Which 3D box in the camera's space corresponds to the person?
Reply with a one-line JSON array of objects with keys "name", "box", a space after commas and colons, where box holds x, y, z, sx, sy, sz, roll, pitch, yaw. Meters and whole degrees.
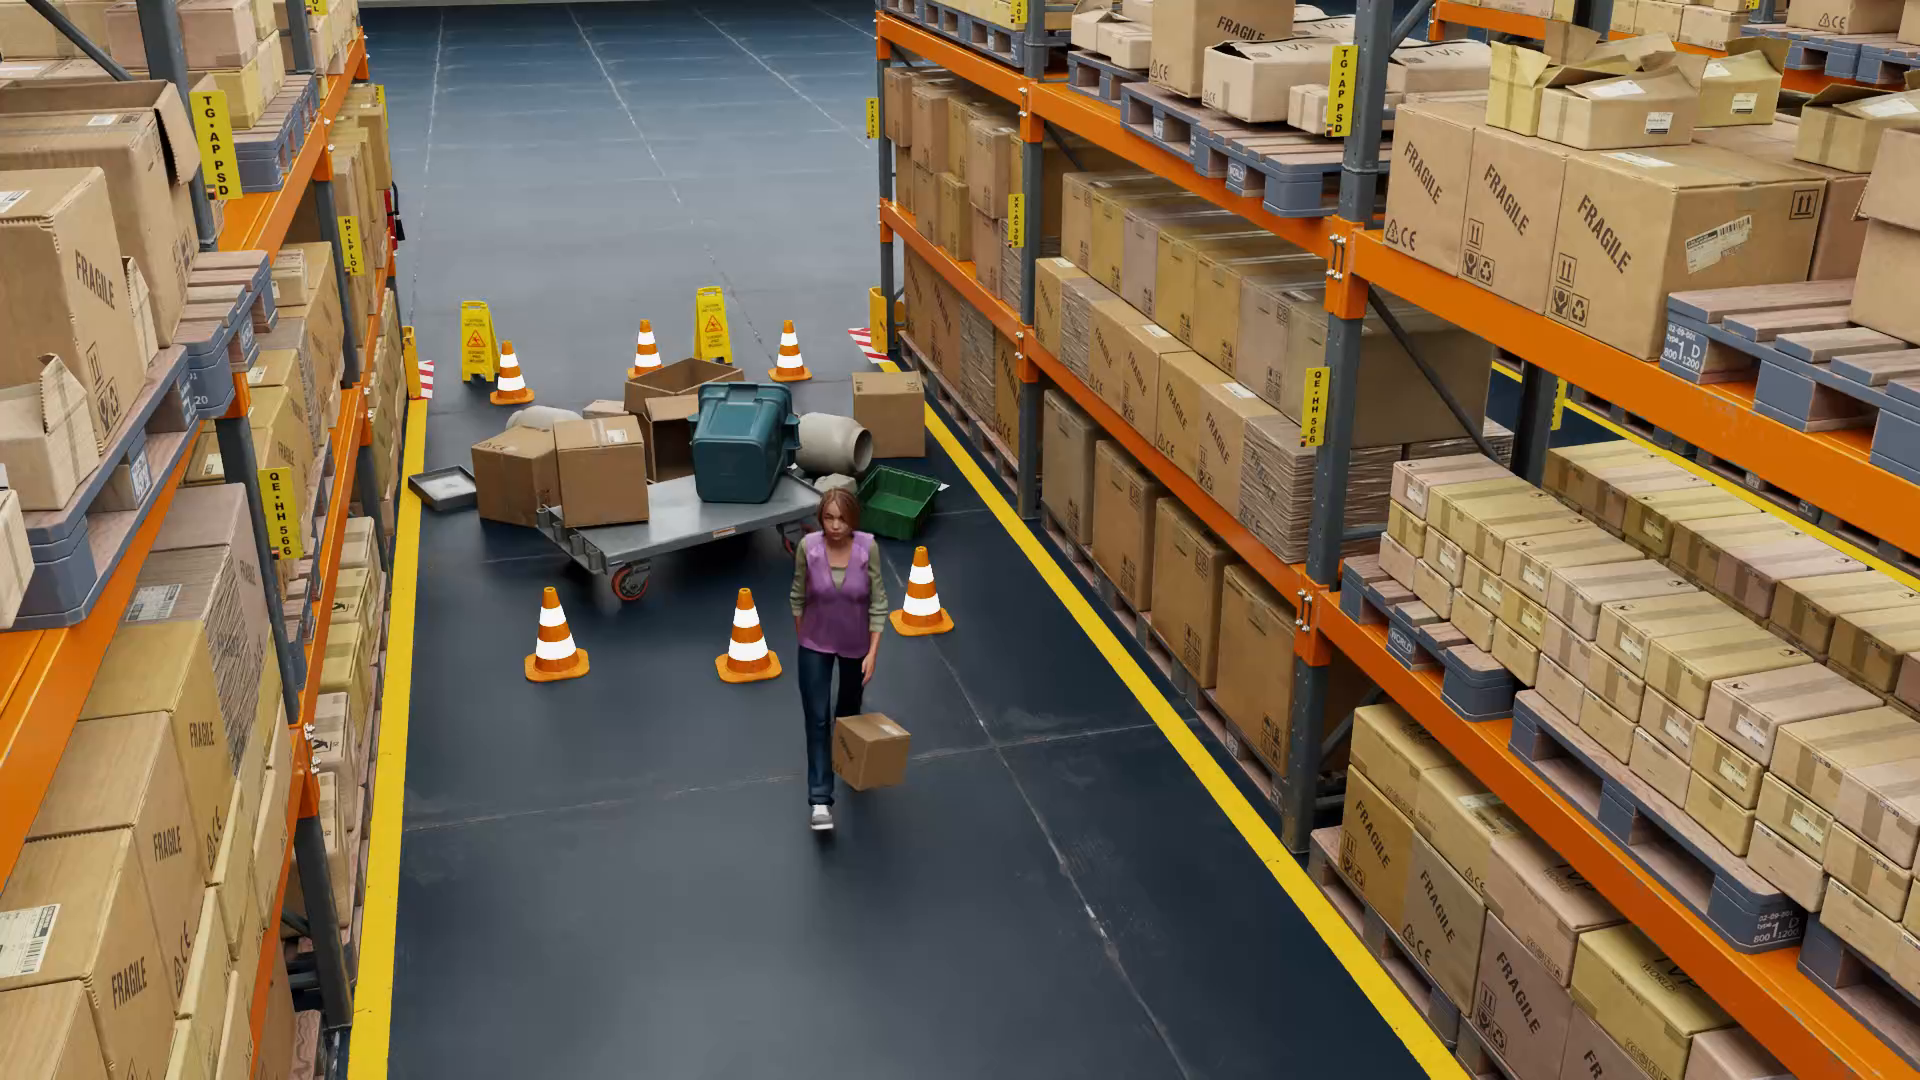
[{"name": "person", "box": [-0.543, 0.469, 7.534, 0.432, 1.533, 0.954, -3, 24, -8]}]
